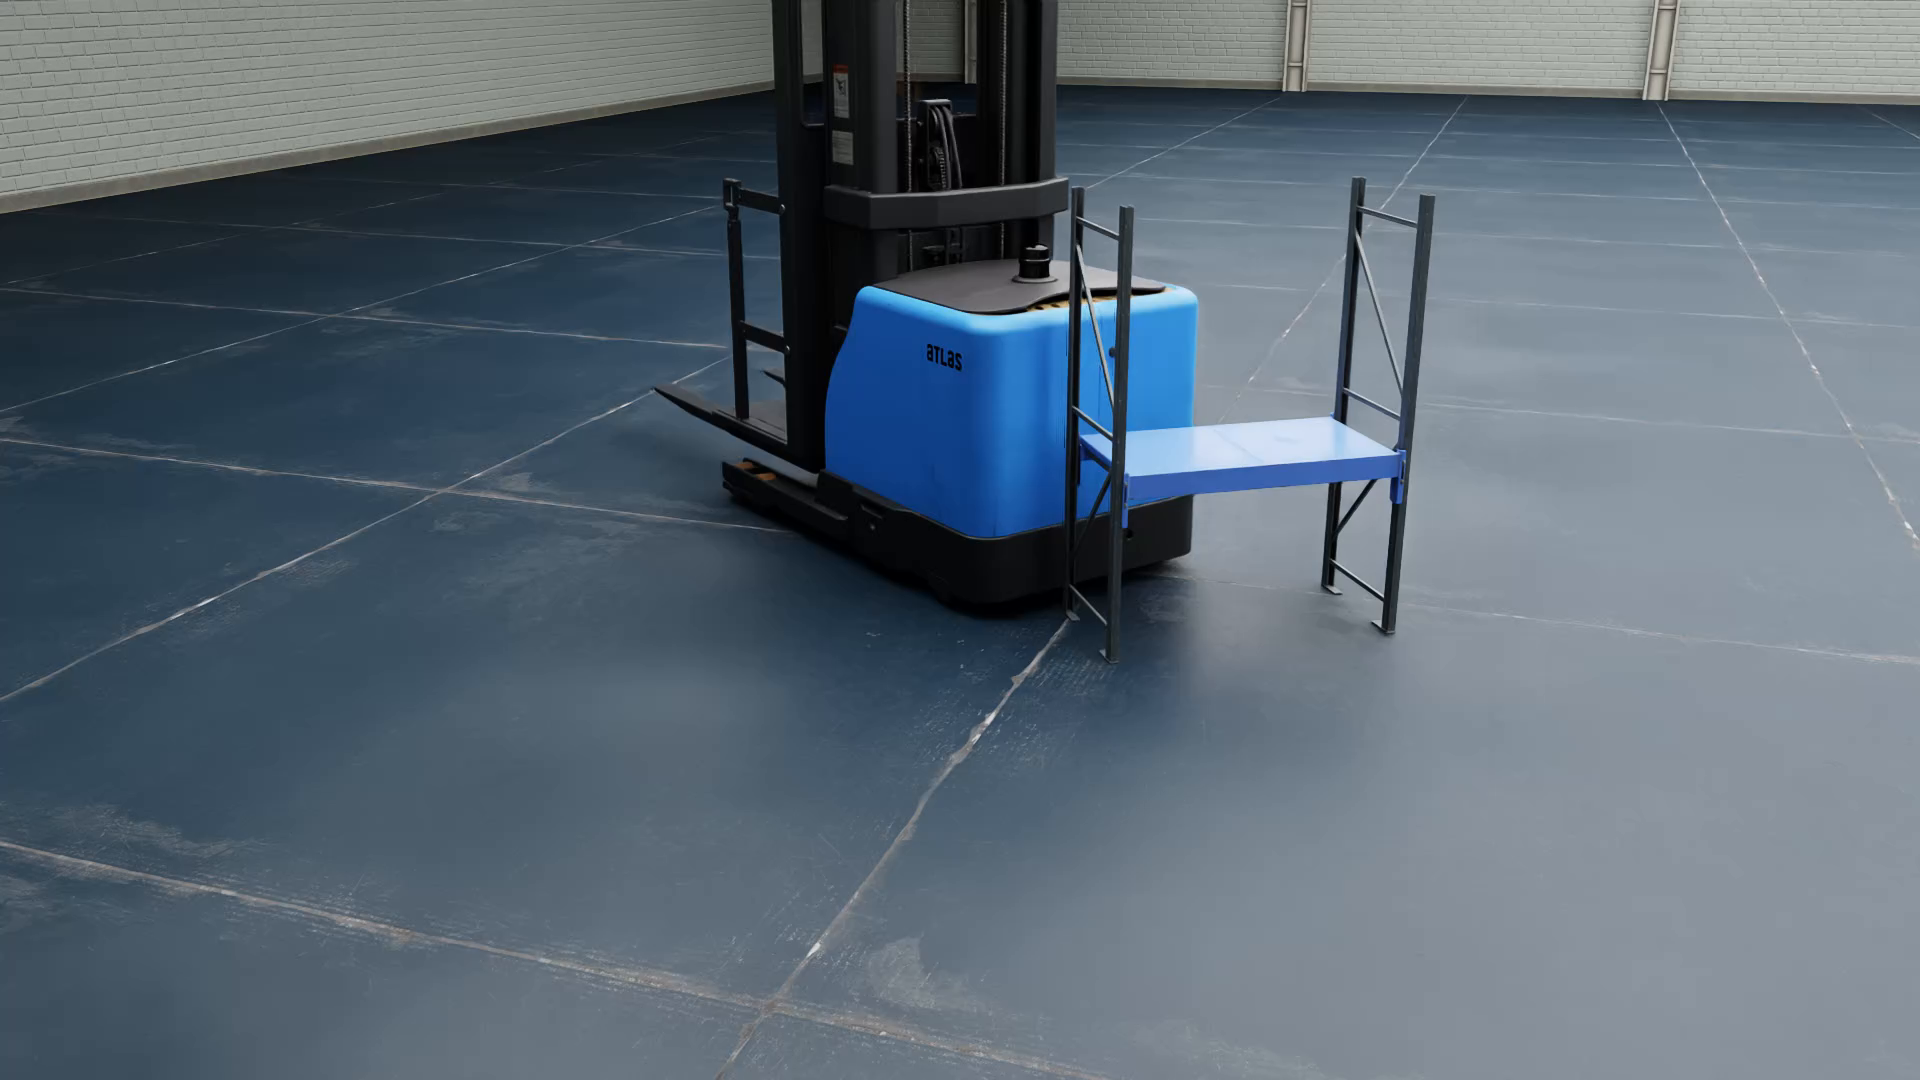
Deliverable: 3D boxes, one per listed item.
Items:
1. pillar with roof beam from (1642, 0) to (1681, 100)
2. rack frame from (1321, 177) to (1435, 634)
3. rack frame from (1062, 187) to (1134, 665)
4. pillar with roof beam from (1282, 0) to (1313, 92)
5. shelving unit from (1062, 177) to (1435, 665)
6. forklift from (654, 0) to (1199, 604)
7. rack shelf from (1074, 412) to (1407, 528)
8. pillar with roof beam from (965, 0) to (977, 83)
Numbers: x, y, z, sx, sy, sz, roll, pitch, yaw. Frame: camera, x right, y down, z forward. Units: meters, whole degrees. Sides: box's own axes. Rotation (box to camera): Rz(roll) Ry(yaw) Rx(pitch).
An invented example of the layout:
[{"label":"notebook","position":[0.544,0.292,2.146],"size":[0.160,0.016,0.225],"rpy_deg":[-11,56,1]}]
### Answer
[{"label":"pillar with roof beam","position":[10.245,-10.307,22.589],"size":[0.400,9.000,9.100],"rpy_deg":[7,20,18]},{"label":"rack frame","position":[1.427,-0.462,5.739],"size":[0.032,1.500,0.500],"rpy_deg":[-5,20,-14]},{"label":"rack frame","position":[0.446,-0.375,5.489],"size":[0.032,1.500,0.500],"rpy_deg":[-5,20,-14]},{"label":"pillar with roof beam","position":[4.578,-10.955,24.448],"size":[0.400,9.000,9.100],"rpy_deg":[7,20,18]},{"label":"shelving unit","position":[0.937,-0.418,5.614],"size":[1.048,1.500,0.538],"rpy_deg":[-5,20,-14]},{"label":"forklift","position":[-0.368,-1.585,6.787],"size":[1.130,2.935,3.031],"rpy_deg":[-13,23,-33]},{"label":"rack shelf","position":[0.937,-0.249,5.673],"size":[1.000,0.185,0.538],"rpy_deg":[-5,20,-14]},{"label":"pillar with roof beam","position":[-1.090,-11.603,26.307],"size":[0.400,9.000,9.100],"rpy_deg":[7,20,18]}]
